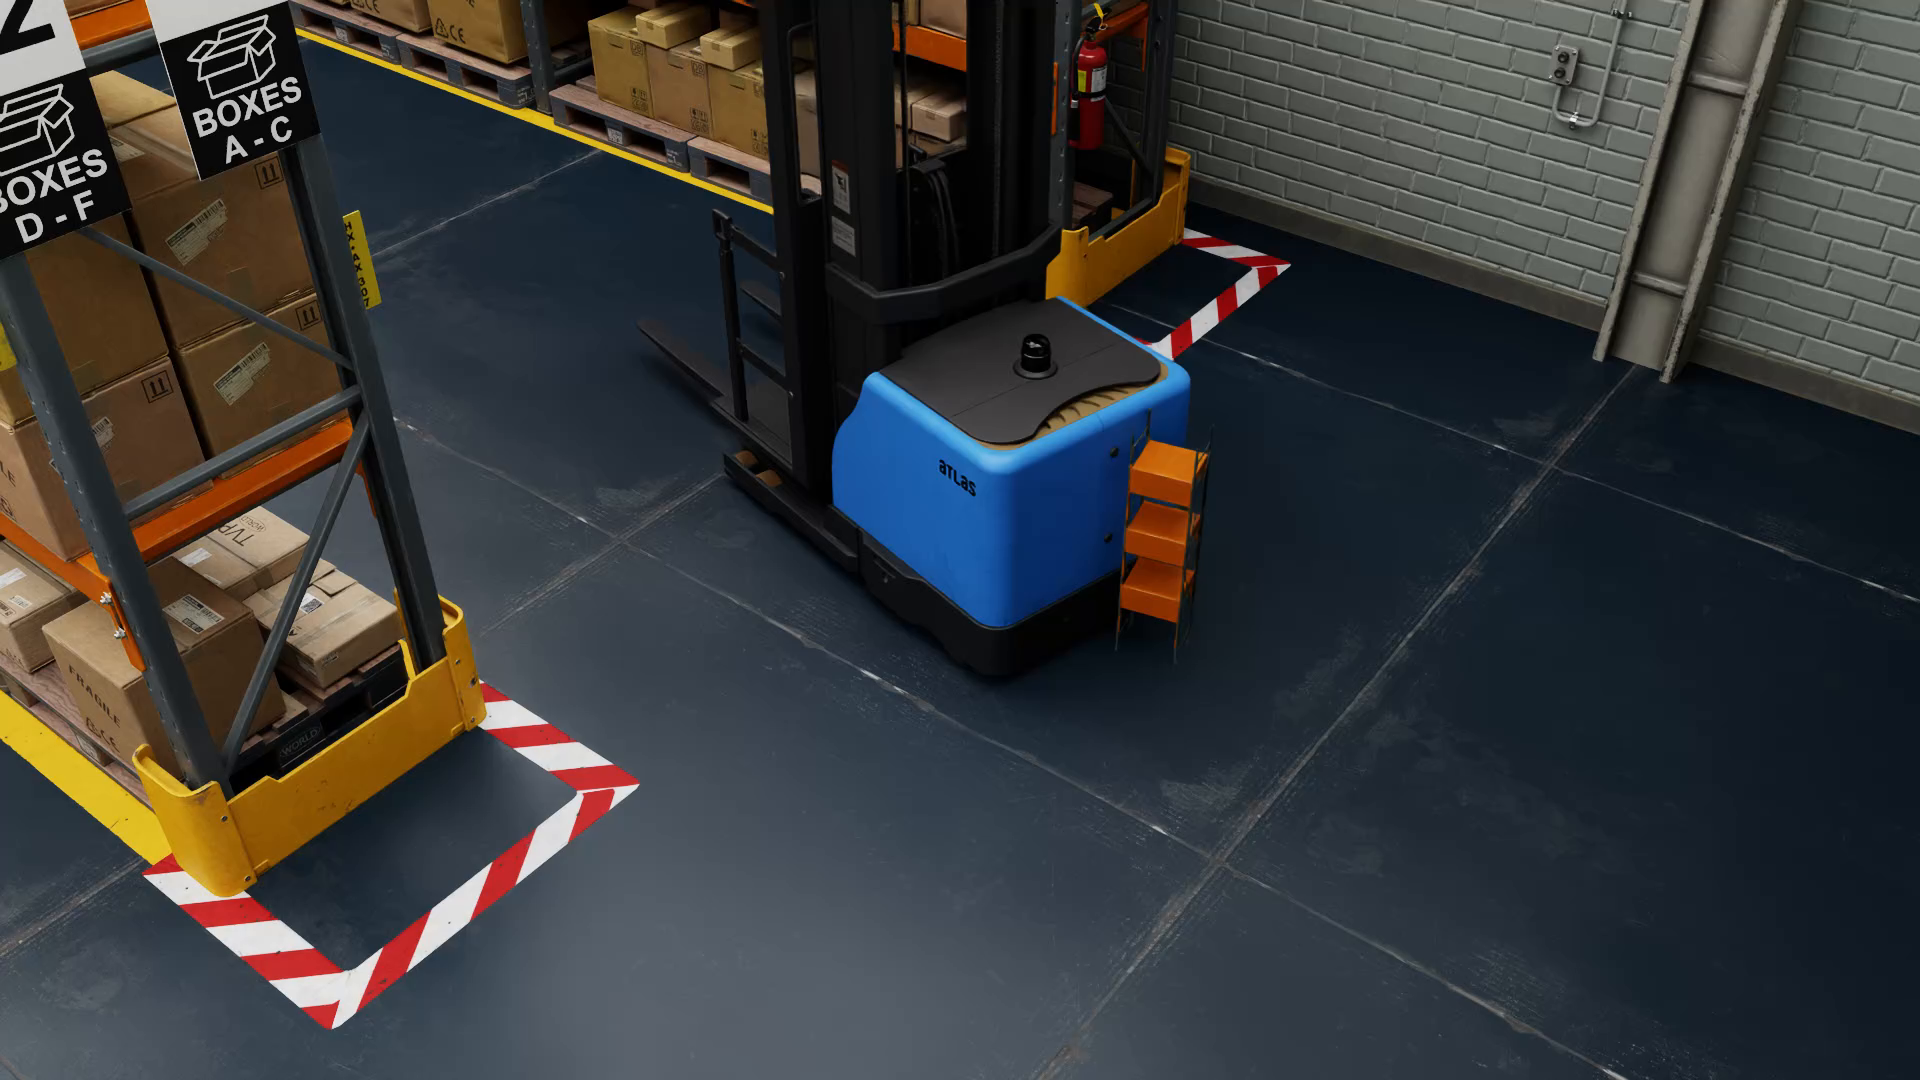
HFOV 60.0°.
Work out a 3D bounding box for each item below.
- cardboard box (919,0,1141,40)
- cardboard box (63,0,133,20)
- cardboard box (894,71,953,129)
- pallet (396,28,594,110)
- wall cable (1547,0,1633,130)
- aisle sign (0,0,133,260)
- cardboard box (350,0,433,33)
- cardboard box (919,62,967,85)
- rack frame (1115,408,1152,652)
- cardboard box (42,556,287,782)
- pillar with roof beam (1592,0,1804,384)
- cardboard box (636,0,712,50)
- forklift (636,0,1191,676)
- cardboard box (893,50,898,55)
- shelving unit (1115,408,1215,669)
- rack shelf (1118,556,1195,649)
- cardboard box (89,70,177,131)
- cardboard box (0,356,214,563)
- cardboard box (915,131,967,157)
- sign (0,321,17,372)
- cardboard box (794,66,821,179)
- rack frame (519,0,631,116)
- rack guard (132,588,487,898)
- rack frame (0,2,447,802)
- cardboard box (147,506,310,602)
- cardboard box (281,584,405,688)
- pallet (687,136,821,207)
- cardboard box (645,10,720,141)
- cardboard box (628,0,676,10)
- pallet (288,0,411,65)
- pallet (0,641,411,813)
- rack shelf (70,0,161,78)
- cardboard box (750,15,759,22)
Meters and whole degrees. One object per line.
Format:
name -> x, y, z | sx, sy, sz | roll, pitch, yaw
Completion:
cardboard box -> 0.371, -2.995, 8.399 | 0.700, 0.700, 0.980 | 27, 46, 30
cardboard box -> -2.478, -1.703, 4.680 | 0.500, 0.250, 0.500 | 25, 45, 29
cardboard box -> -0.250, -2.395, 9.036 | 0.250, 0.149, 0.380 | 26, 45, 30
pallet -> -3.053, -3.343, 11.348 | 1.213, 0.211, 1.003 | 25, 45, 29
wall cable -> 2.374, -3.074, 7.919 | 1.851, 1.984, 0.084 | 25, 45, 29
aisle sign -> -2.356, -1.112, 4.128 | 0.004, 0.787, 0.394 | 25, 45, 29
cardboard box -> -3.698, -4.019, 11.353 | 0.750, 0.750, 0.750 | 27, 45, 30
cardboard box -> -0.016, -2.581, 9.274 | 0.250, 0.149, 0.380 | 25, 45, 29
rack frame -> 0.666, -0.020, 6.424 | 0.008, 1.050, 0.200 | 16, 41, 19
cardboard box -> -2.806, 0.464, 5.894 | 0.500, 0.500, 0.500 | 25, 45, 29
pillar with roof beam -> 0.837, -2.357, 2.961 | 0.400, 9.000, 9.100 | 25, 45, 29
cardboard box -> -1.702, -3.077, 9.908 | 0.250, 0.149, 0.380 | 27, 45, 30
forklift -> -0.412, -1.471, 6.752 | 1.130, 2.935, 3.031 | -26, 45, -29
cardboard box -> -0.417, -2.770, 9.515 | 0.250, 0.149, 0.380 | 26, 45, 29
shelving unit -> 0.777, 0.011, 6.384 | 0.252, 1.050, 0.215 | 16, 41, 19
rack shelf -> 0.777, 0.238, 6.562 | 0.240, 0.259, 0.215 | 16, 41, 19
cardboard box -> -2.836, -1.184, 5.437 | 0.500, 0.500, 0.500 | 26, 45, 29
cardboard box -> -2.745, -0.337, 5.167 | 0.500, 0.500, 0.500 | 27, 45, 30
cardboard box -> 0.166, -2.085, 9.167 | 0.500, 0.500, 0.700 | 25, 45, 29
sign -> -2.577, -0.580, 4.362 | 0.005, 0.325, 0.100 | 25, 45, 29
cardboard box -> -0.632, -2.460, 9.646 | 0.500, 0.500, 0.700 | 24, 44, 27
rack frame -> -2.395, -4.189, 10.167 | 0.127, 3.000, 1.000 | 25, 45, 29
rack guard -> -2.284, 0.692, 5.960 | 0.348, 0.500, 1.175 | 25, 45, 29
rack frame -> -2.224, -0.264, 5.153 | 0.127, 3.000, 1.000 | 25, 45, 29
cardboard box -> -2.881, 0.116, 6.542 | 0.500, 0.250, 0.500 | 25, 45, 29
cardboard box -> -2.348, 0.361, 6.312 | 0.250, 0.149, 0.380 | 25, 45, 29
pallet -> -0.865, -2.311, 10.030 | 1.213, 0.211, 1.003 | 25, 45, 29
cardboard box -> -1.466, -2.850, 10.144 | 0.500, 0.500, 0.700 | 25, 44, 28
cardboard box -> -1.857, -3.446, 10.380 | 0.250, 0.149, 0.380 | 25, 44, 28
pallet -> -4.027, -3.799, 11.932 | 1.213, 0.211, 1.003 | 25, 45, 29
pallet -> -2.918, 0.508, 6.430 | 1.213, 0.211, 1.003 | 25, 45, 29
rack shelf -> -3.813, -1.910, 5.407 | 4.000, 0.370, 1.077 | 25, 45, 29
cardboard box -> -1.028, -3.057, 9.882 | 0.250, 0.149, 0.380 | 26, 45, 29
